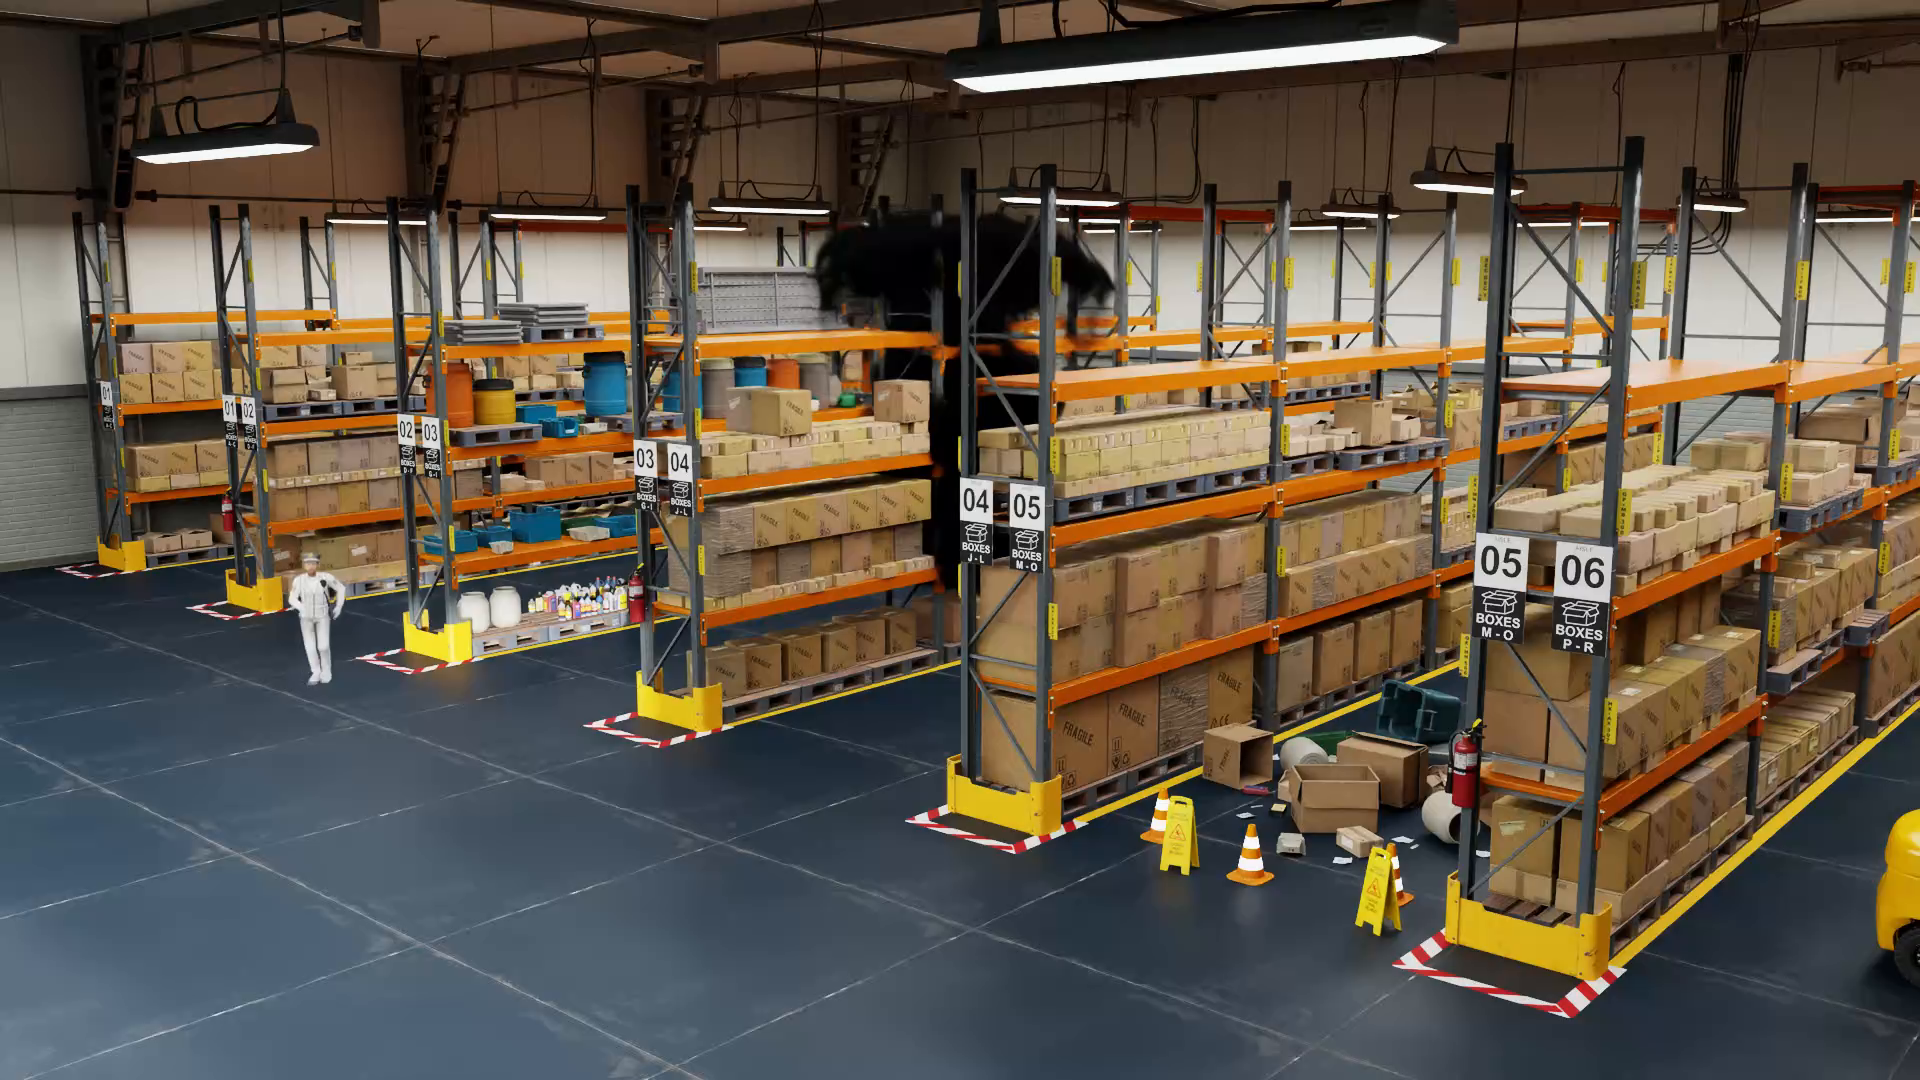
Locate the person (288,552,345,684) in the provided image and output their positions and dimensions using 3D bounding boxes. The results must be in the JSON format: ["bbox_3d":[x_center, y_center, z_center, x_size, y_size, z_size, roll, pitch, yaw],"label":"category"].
[{"bbox_3d":[-7.900,0.956,20.445,0.638,1.656,0.633,-3,10,-16],"label":"person"}]

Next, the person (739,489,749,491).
[{"bbox_3d":[-3.801,-0.802,29.389,0.582,1.670,0.577,6,11,33],"label":"person"}]
